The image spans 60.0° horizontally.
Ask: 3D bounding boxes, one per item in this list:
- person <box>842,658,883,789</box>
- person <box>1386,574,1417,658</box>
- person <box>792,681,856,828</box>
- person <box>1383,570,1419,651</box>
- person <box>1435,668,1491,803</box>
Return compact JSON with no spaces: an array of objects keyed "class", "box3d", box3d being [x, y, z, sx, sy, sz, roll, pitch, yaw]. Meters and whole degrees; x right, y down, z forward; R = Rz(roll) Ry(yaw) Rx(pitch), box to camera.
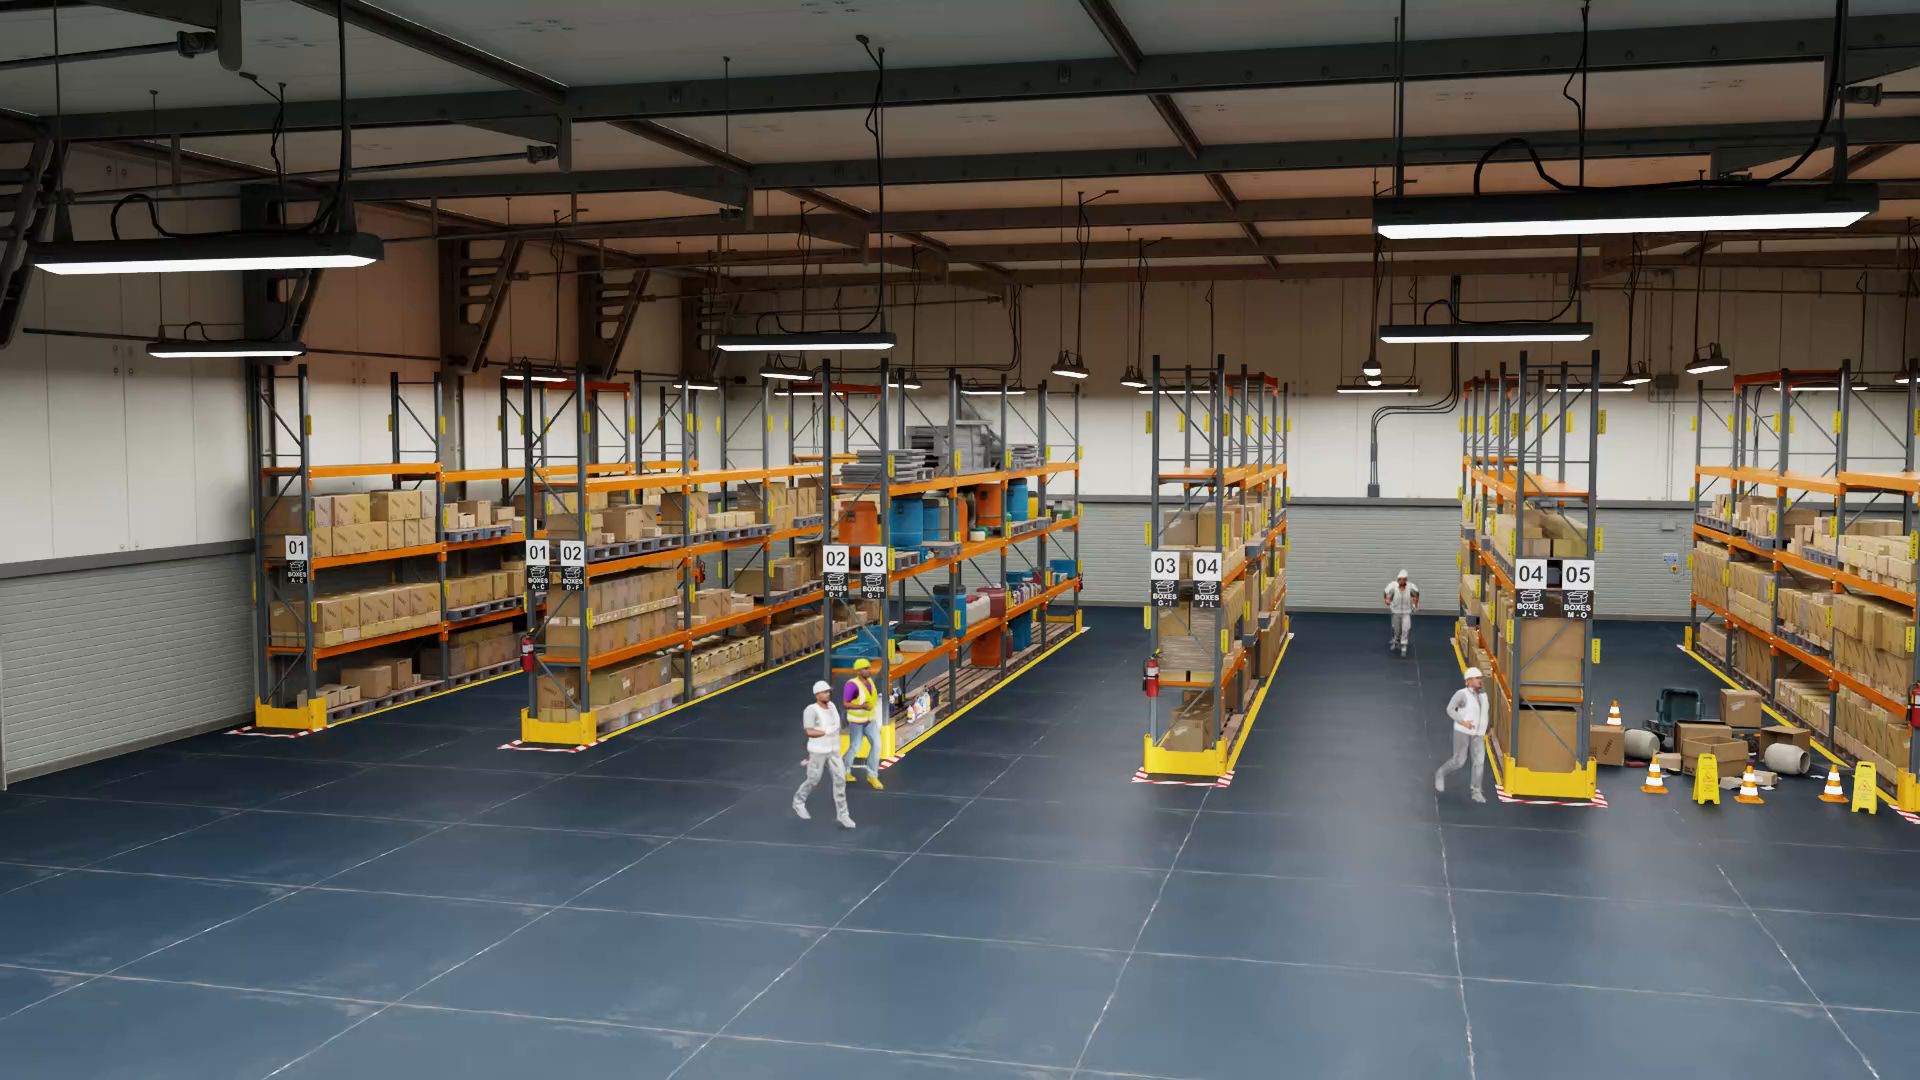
[{"class":"person","box3d":[-1.374,2.542,23.005,0.680,1.822,0.773,-4,5,-44]},{"class":"person","box3d":[9.555,1.612,35.992,0.671,1.776,0.992,1,4,13]},{"class":"person","box3d":[-1.705,2.653,20.765,0.938,1.800,0.674,3,5,40]},{"class":"person","box3d":[9.860,1.556,37.238,0.739,1.794,0.895,2,4,21]},{"class":"person","box3d":[6.873,2.581,22.305,0.724,1.744,0.939,-2,4,-23]}]
